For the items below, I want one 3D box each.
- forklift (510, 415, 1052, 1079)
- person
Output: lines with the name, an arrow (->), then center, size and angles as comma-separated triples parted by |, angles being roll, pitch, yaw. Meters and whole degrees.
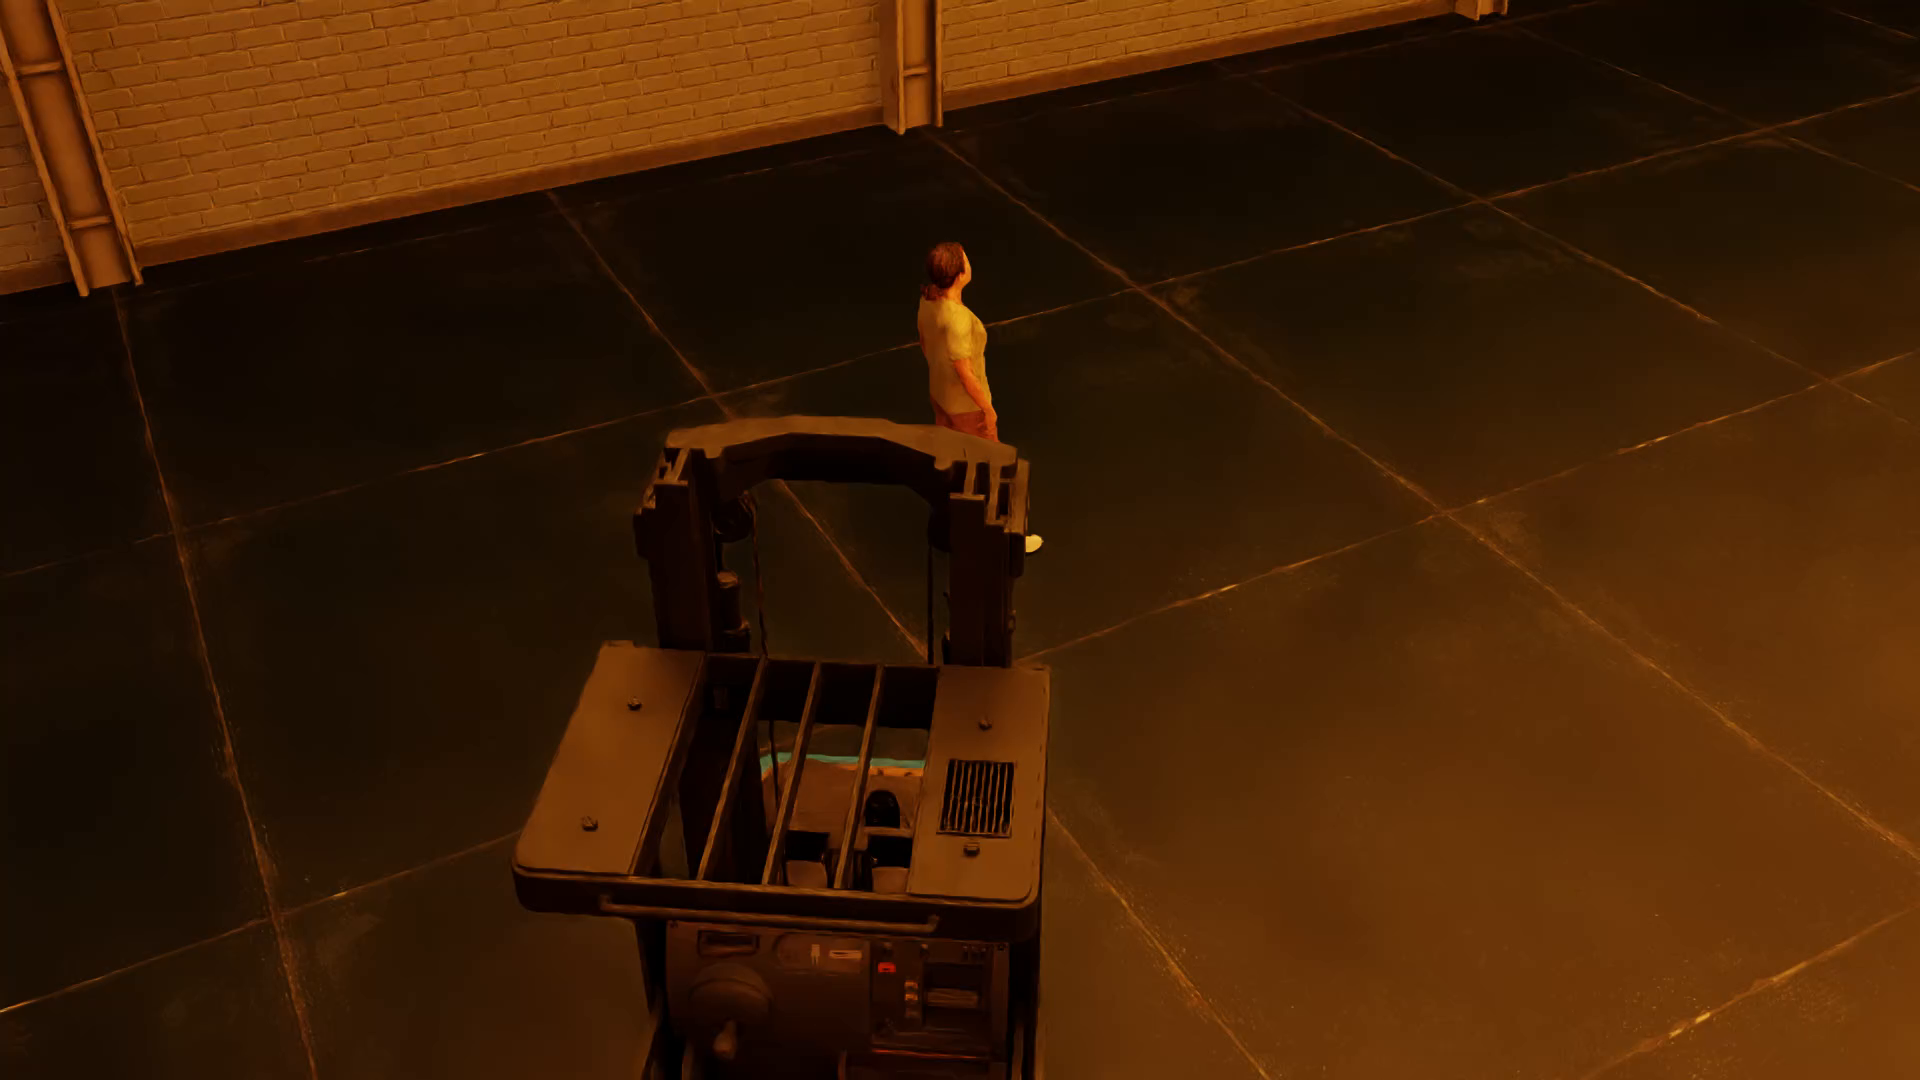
forklift -> -0.348, 1.280, 4.313 | 1.130, 2.935, 3.031 | 3, 35, 4
person -> 0.071, -0.704, 8.195 | 0.548, 1.674, 0.554 | -17, 39, -23
